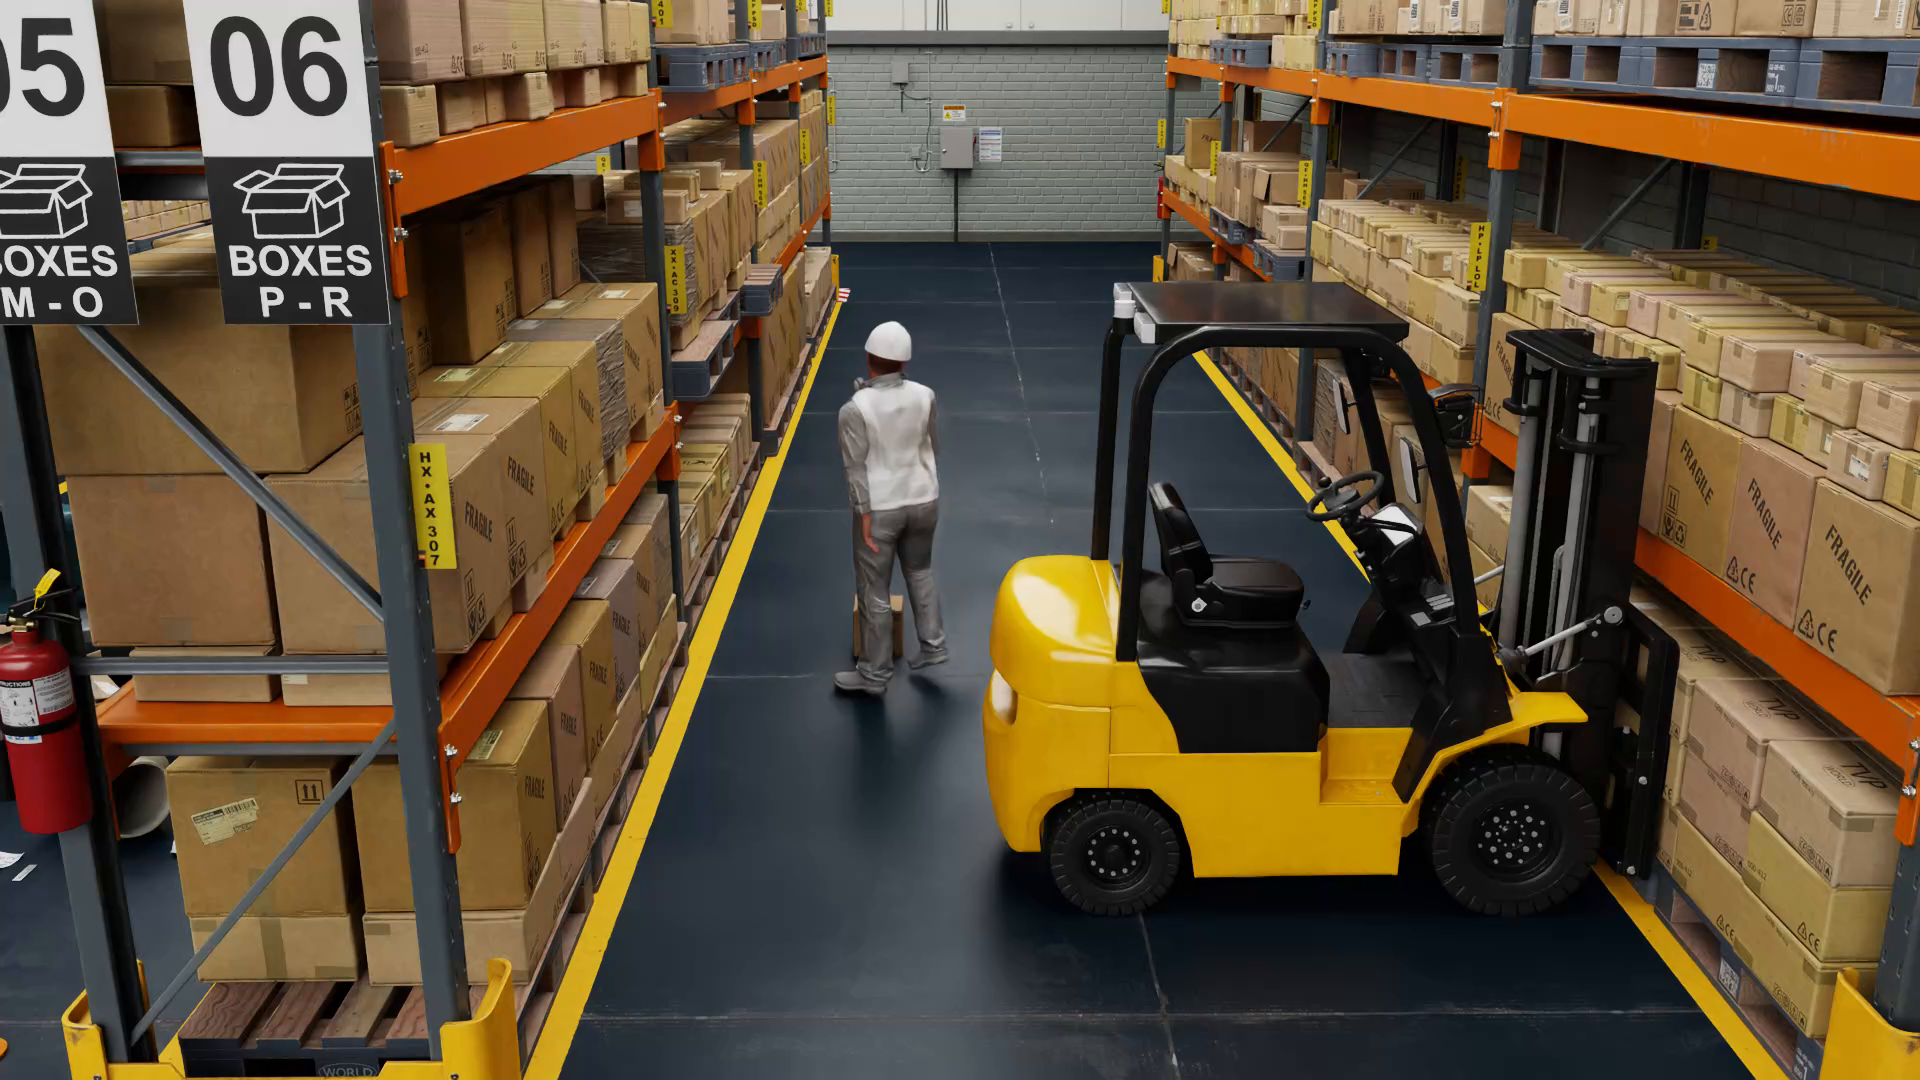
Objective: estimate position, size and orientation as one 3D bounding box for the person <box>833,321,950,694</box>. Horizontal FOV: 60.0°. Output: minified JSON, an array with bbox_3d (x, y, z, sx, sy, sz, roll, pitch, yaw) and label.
[{"bbox_3d":[-0.336,-0.160,7.943,0.571,1.777,0.376,-10,20,-30],"label":"person"}]
